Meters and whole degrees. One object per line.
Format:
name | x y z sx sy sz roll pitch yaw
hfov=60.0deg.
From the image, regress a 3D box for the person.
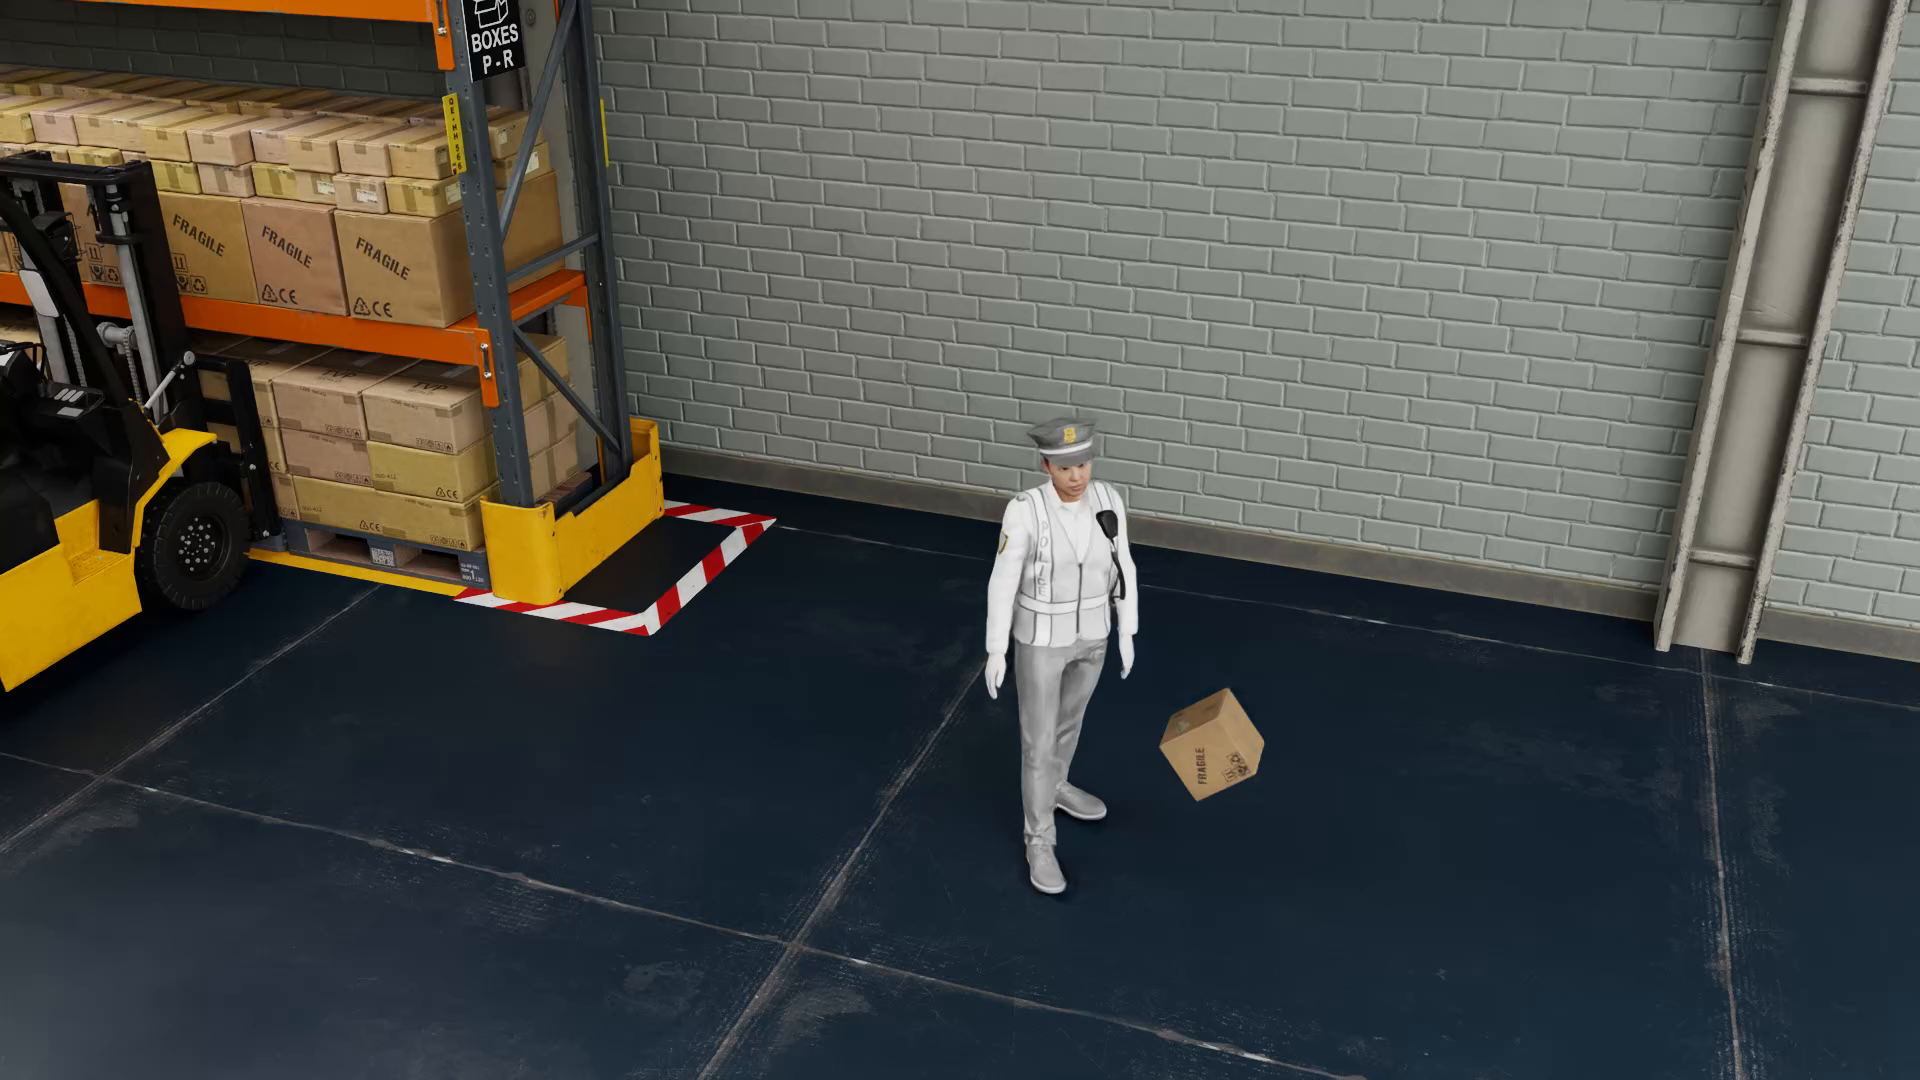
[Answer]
person | 0.358 0.368 5.804 0.601 1.672 0.597 -11 28 -21
